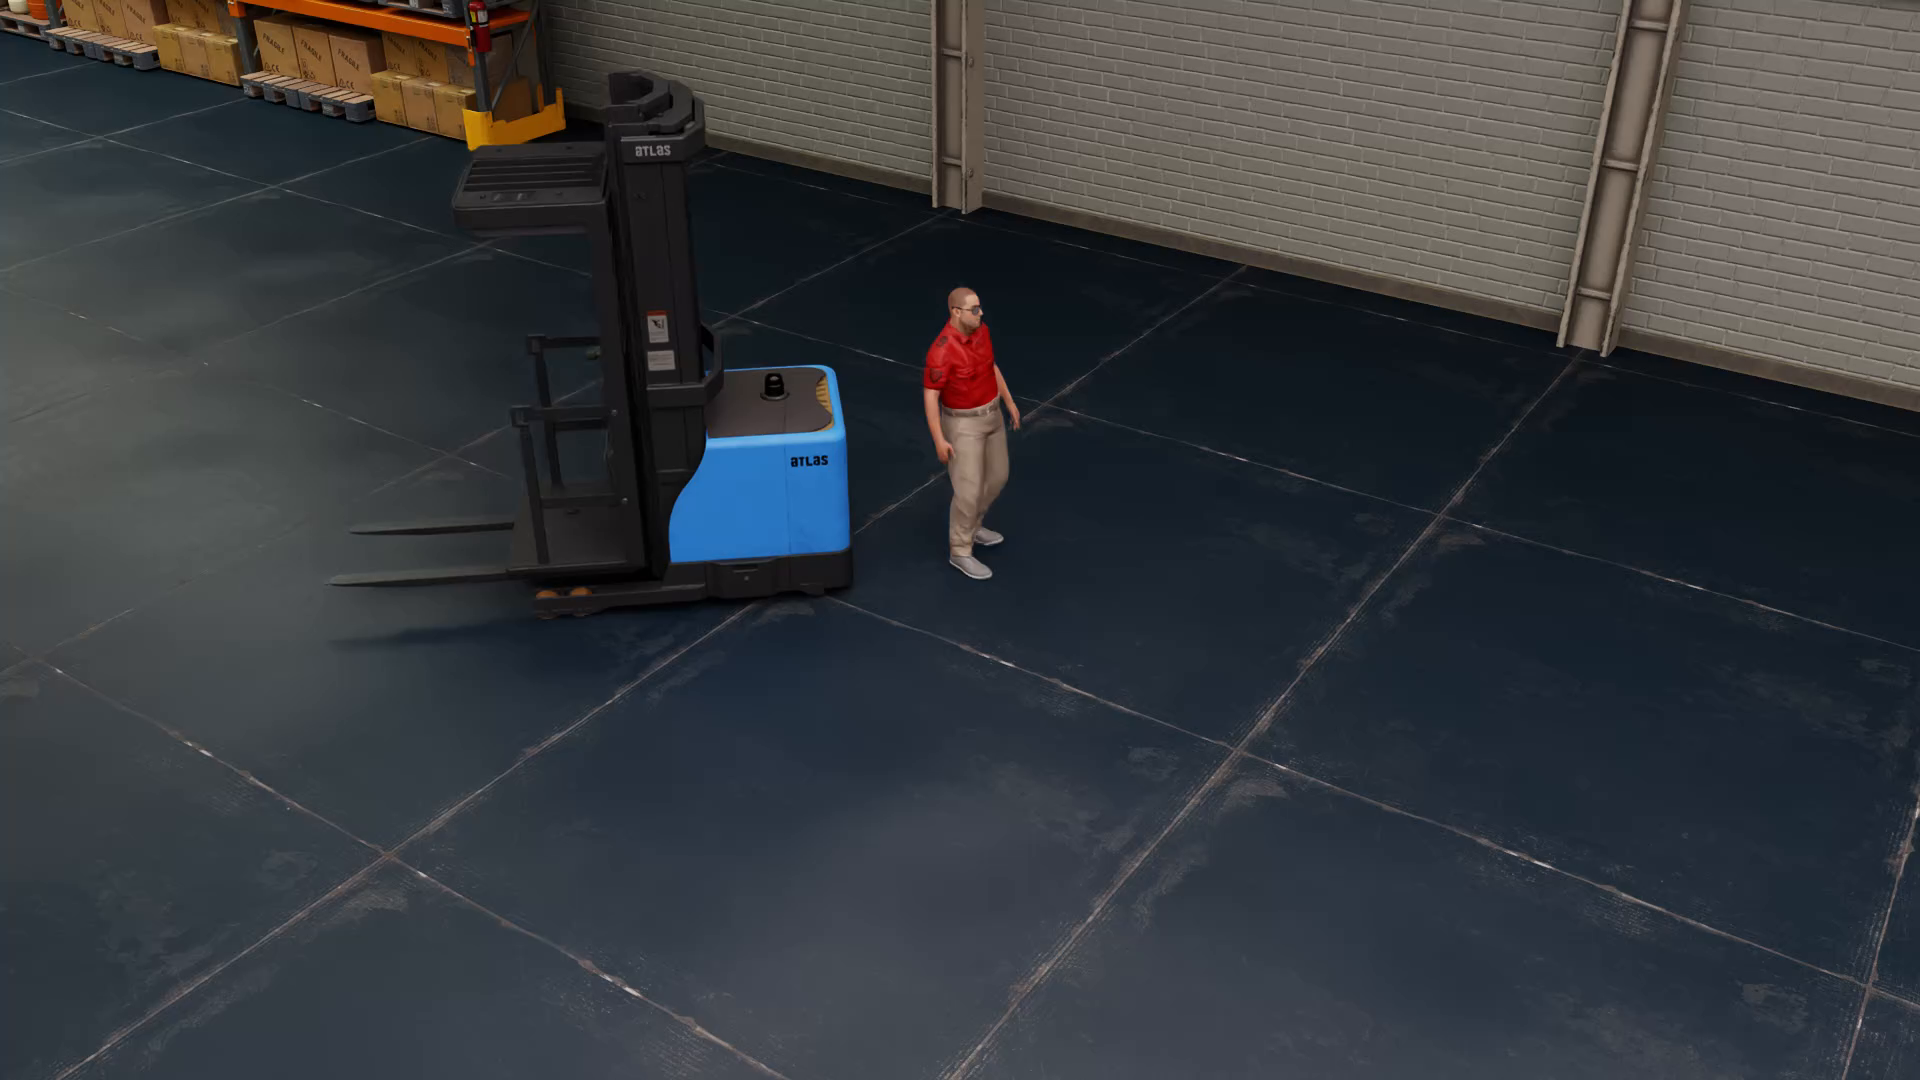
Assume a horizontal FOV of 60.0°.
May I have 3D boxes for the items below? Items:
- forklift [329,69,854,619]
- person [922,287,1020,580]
[{"bbox_3d":[-2.195,-1.089,9.456,3.031,2.935,1.130,-4,30,-7],"label":"forklift"},{"bbox_3d":[0.120,-0.668,9.978,0.556,1.711,0.690,22,37,33],"label":"person"}]
